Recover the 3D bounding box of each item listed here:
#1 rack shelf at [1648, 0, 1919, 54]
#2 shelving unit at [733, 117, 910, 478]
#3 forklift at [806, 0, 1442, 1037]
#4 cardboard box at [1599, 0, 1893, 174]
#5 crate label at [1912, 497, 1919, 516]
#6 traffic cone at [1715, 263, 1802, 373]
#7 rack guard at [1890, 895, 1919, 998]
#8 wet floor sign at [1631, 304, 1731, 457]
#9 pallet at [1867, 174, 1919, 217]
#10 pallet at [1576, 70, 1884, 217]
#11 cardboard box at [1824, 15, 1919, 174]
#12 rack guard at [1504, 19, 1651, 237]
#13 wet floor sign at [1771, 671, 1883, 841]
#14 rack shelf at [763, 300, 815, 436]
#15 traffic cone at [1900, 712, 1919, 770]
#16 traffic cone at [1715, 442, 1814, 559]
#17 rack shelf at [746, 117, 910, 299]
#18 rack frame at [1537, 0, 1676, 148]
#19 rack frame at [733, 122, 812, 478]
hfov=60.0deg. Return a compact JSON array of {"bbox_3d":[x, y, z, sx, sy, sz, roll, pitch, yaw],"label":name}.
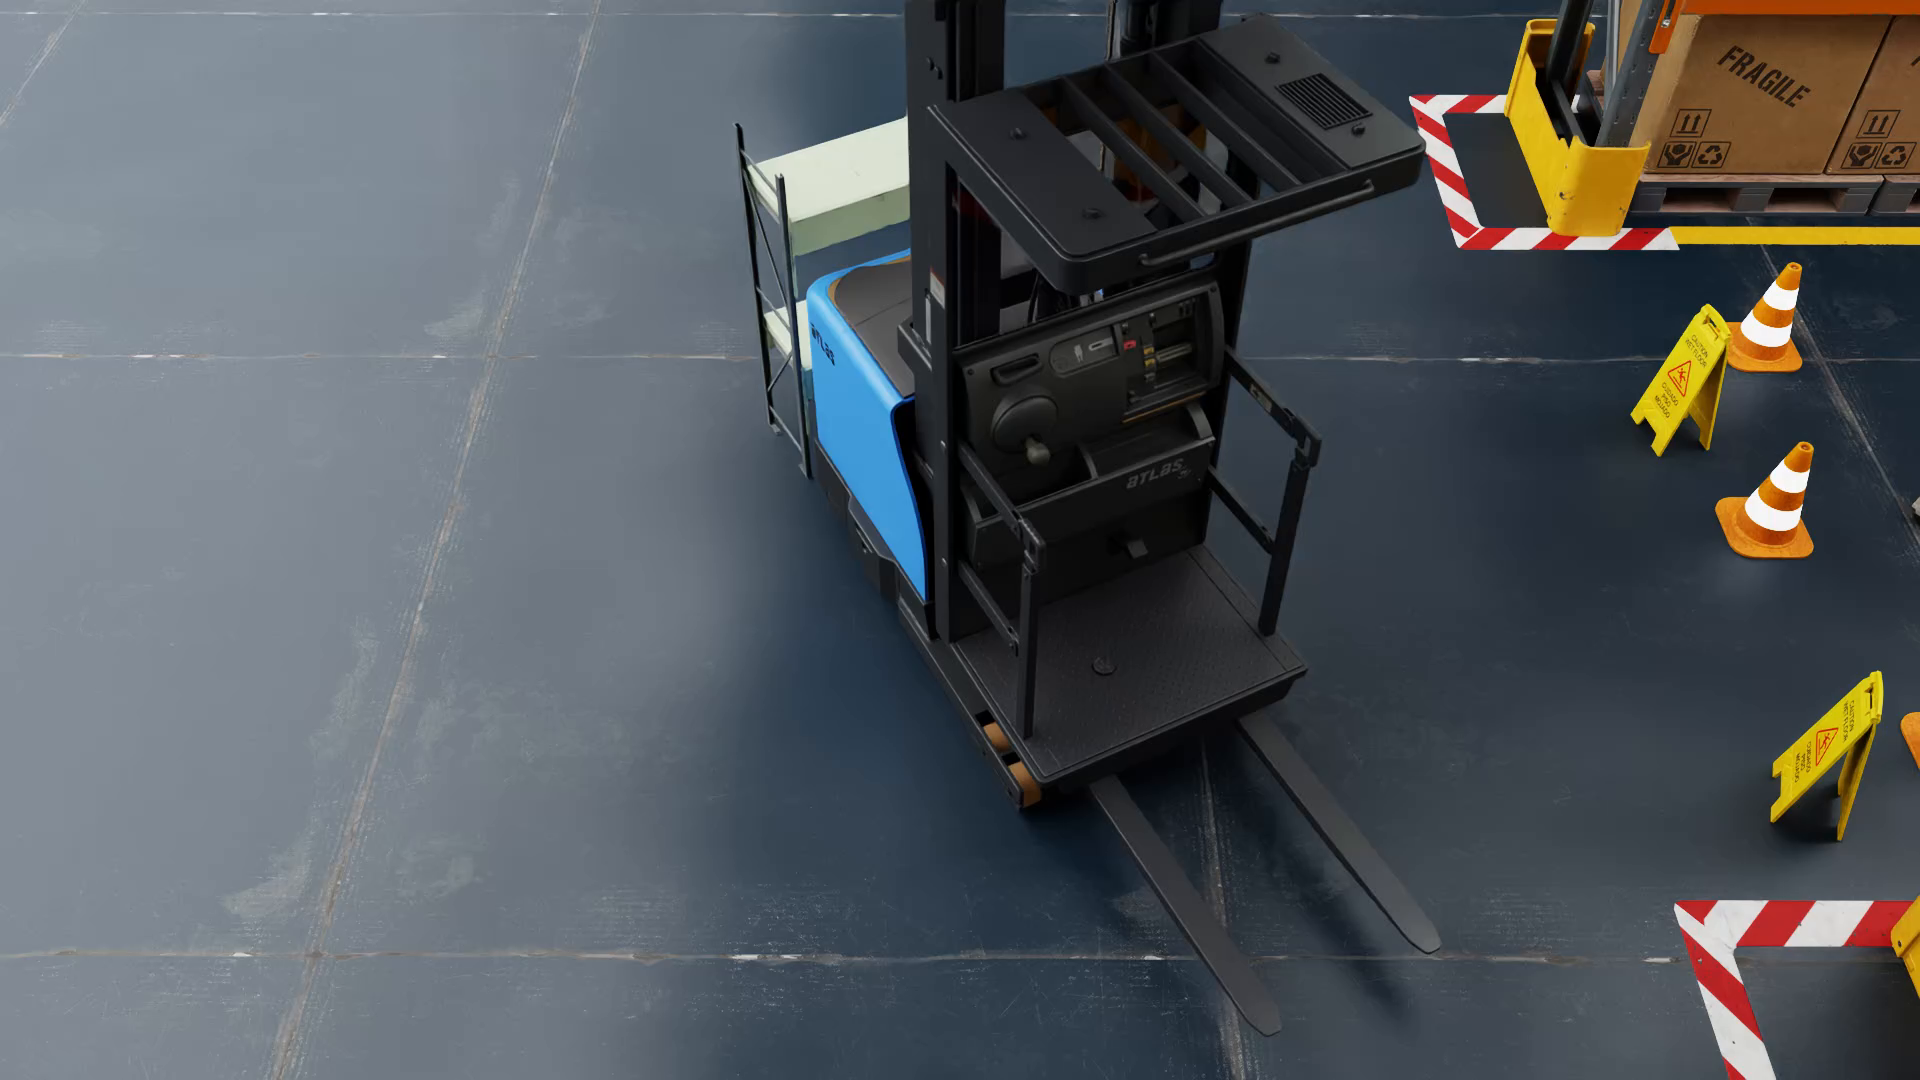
[{"bbox_3d":[5.099,-2.684,7.691,4.000,0.370,1.077,0,47,0],"label":"rack shelf"},{"bbox_3d":[-0.410,-1.032,6.686,0.755,1.500,0.431,-22,51,-19],"label":"shelving unit"},{"bbox_3d":[0.534,-0.436,5.153,1.130,2.935,3.031,-21,50,-18],"label":"forklift"},{"bbox_3d":[3.778,-2.400,8.100,0.875,0.875,0.875,0,47,0],"label":"cardboard box"},{"bbox_3d":[4.067,-0.136,6.783,0.298,0.136,0.250,-23,51,-20],"label":"crate label"},{"bbox_3d":[3.625,-1.030,7.392,0.334,0.463,0.336,0,47,0],"label":"traffic cone"},{"bbox_3d":[3.258,1.541,4.974,0.348,0.500,1.175,0,47,0],"label":"rack guard"},{"bbox_3d":[3.063,-0.683,6.945,0.232,0.644,0.267,-7,47,-7],"label":"wet floor sign"},{"bbox_3d":[5.116,-2.034,8.499,1.213,0.211,1.003,0,47,0],"label":"pallet"},{"bbox_3d":[3.899,-2.040,8.504,1.213,0.211,1.003,0,47,0],"label":"pallet"},{"bbox_3d":[4.658,-2.400,8.099,0.875,0.875,0.875,-1,47,0],"label":"cardboard box"},{"bbox_3d":[3.075,-2.083,8.347,0.348,0.500,1.175,0,47,0],"label":"rack guard"},{"bbox_3d":[2.996,0.707,5.651,0.232,0.644,0.267,15,49,14],"label":"wet floor sign"},{"bbox_3d":[-0.410,-0.810,6.925,0.720,0.370,0.431,-22,51,-19],"label":"rack shelf"},{"bbox_3d":[3.617,0.610,5.866,0.334,0.463,0.336,0,47,0],"label":"traffic cone"},{"bbox_3d":[3.281,-0.203,6.623,0.334,0.463,0.336,0,47,0],"label":"traffic cone"},{"bbox_3d":[-0.410,-1.298,6.401,0.720,0.370,0.431,-22,51,-19],"label":"rack shelf"},{"bbox_3d":[3.099,-2.935,7.432,0.127,3.000,1.000,0,47,0],"label":"rack frame"},{"bbox_3d":[-0.730,-0.902,6.565,0.023,1.500,0.400,-22,51,-19],"label":"rack frame"}]
